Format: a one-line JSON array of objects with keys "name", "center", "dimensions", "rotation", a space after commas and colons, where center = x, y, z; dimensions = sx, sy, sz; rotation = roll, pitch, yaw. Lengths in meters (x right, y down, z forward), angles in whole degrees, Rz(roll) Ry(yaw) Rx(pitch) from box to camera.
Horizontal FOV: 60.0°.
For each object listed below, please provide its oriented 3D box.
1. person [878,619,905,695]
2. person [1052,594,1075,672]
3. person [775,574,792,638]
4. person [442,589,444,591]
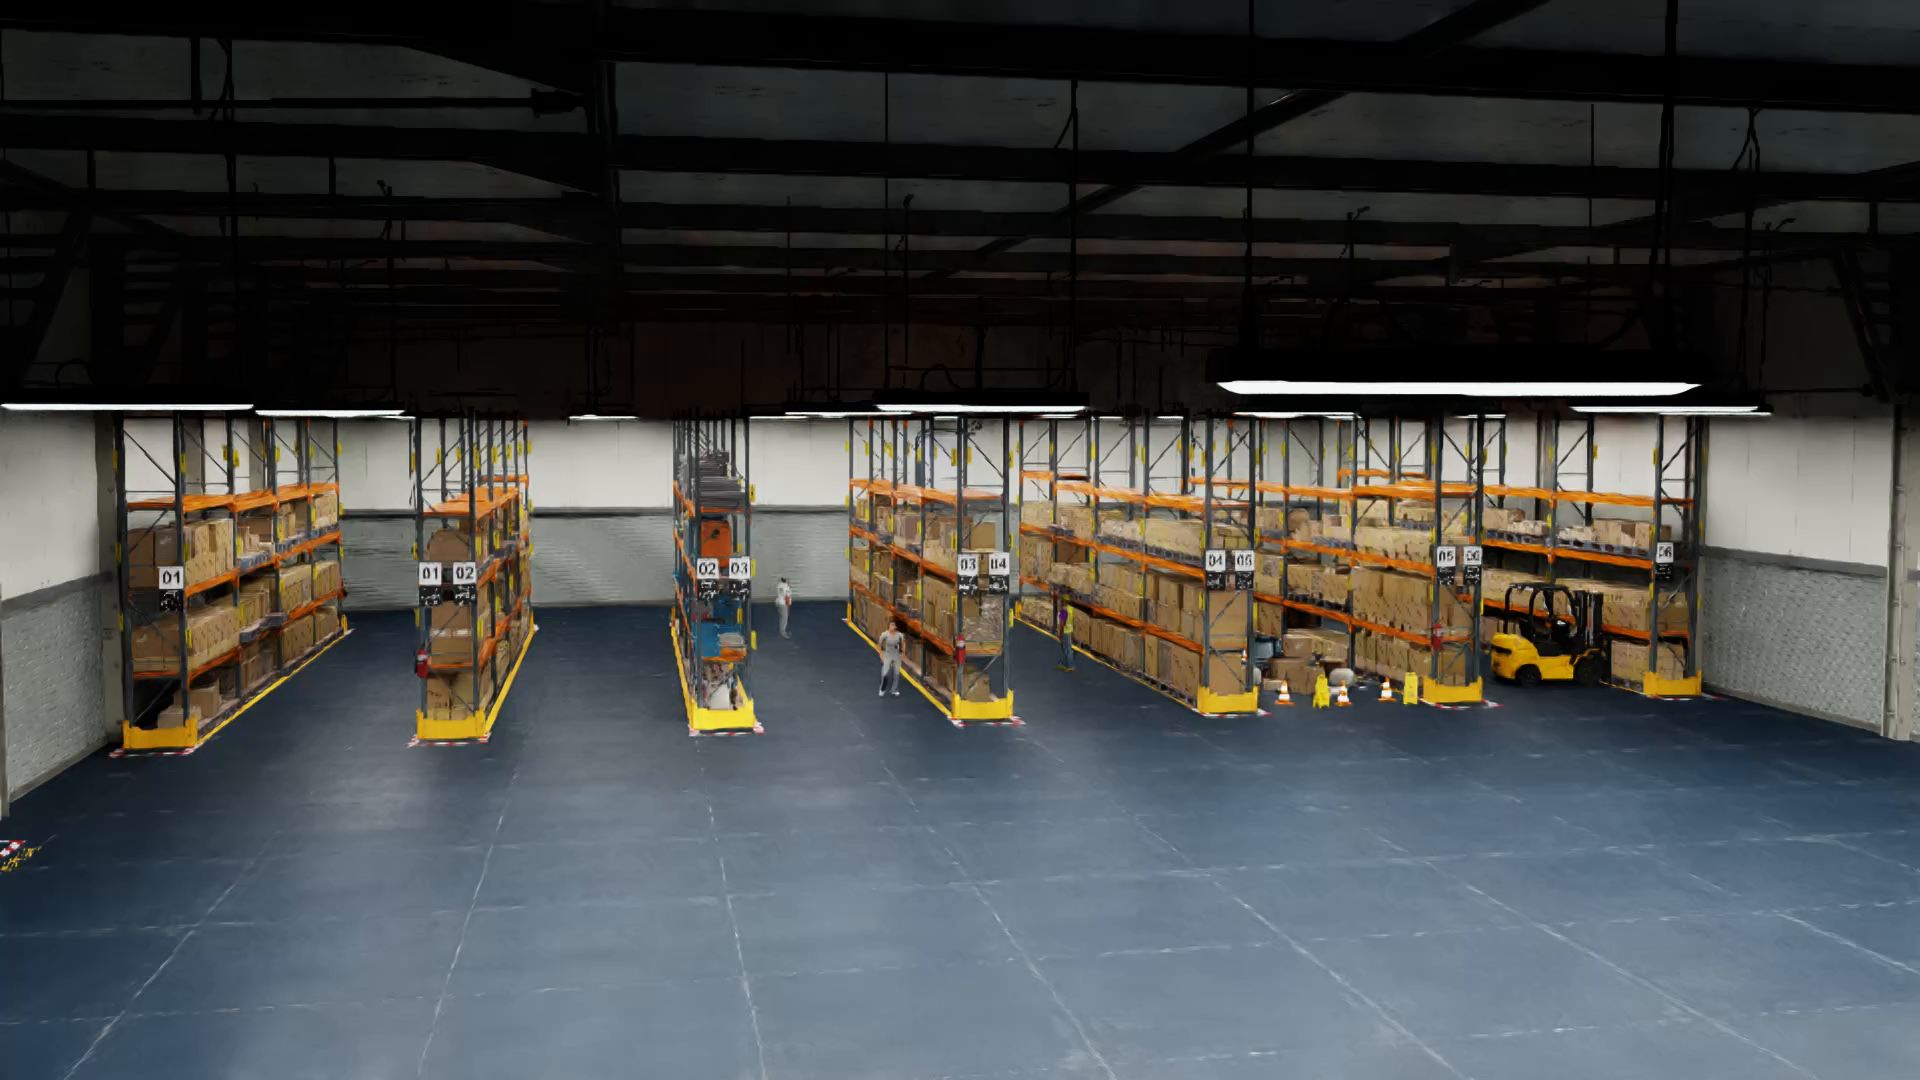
[{"name": "person", "center": [-1.435, 2.449, 34.772], "dimensions": [0.580, 1.618, 0.507], "rotation": [-1, 4, -13]}, {"name": "person", "center": [2.389, 2.113, 38.181], "dimensions": [0.581, 1.763, 0.671], "rotation": [1, 4, 15]}, {"name": "person", "center": [-4.650, 1.737, 44.216], "dimensions": [0.463, 1.672, 0.578], "rotation": [-2, 5, -30]}, {"name": "person", "center": [-13.705, 1.719, 44.012], "dimensions": [0.457, 1.733, 0.593], "rotation": [-3, 5, -39]}]
